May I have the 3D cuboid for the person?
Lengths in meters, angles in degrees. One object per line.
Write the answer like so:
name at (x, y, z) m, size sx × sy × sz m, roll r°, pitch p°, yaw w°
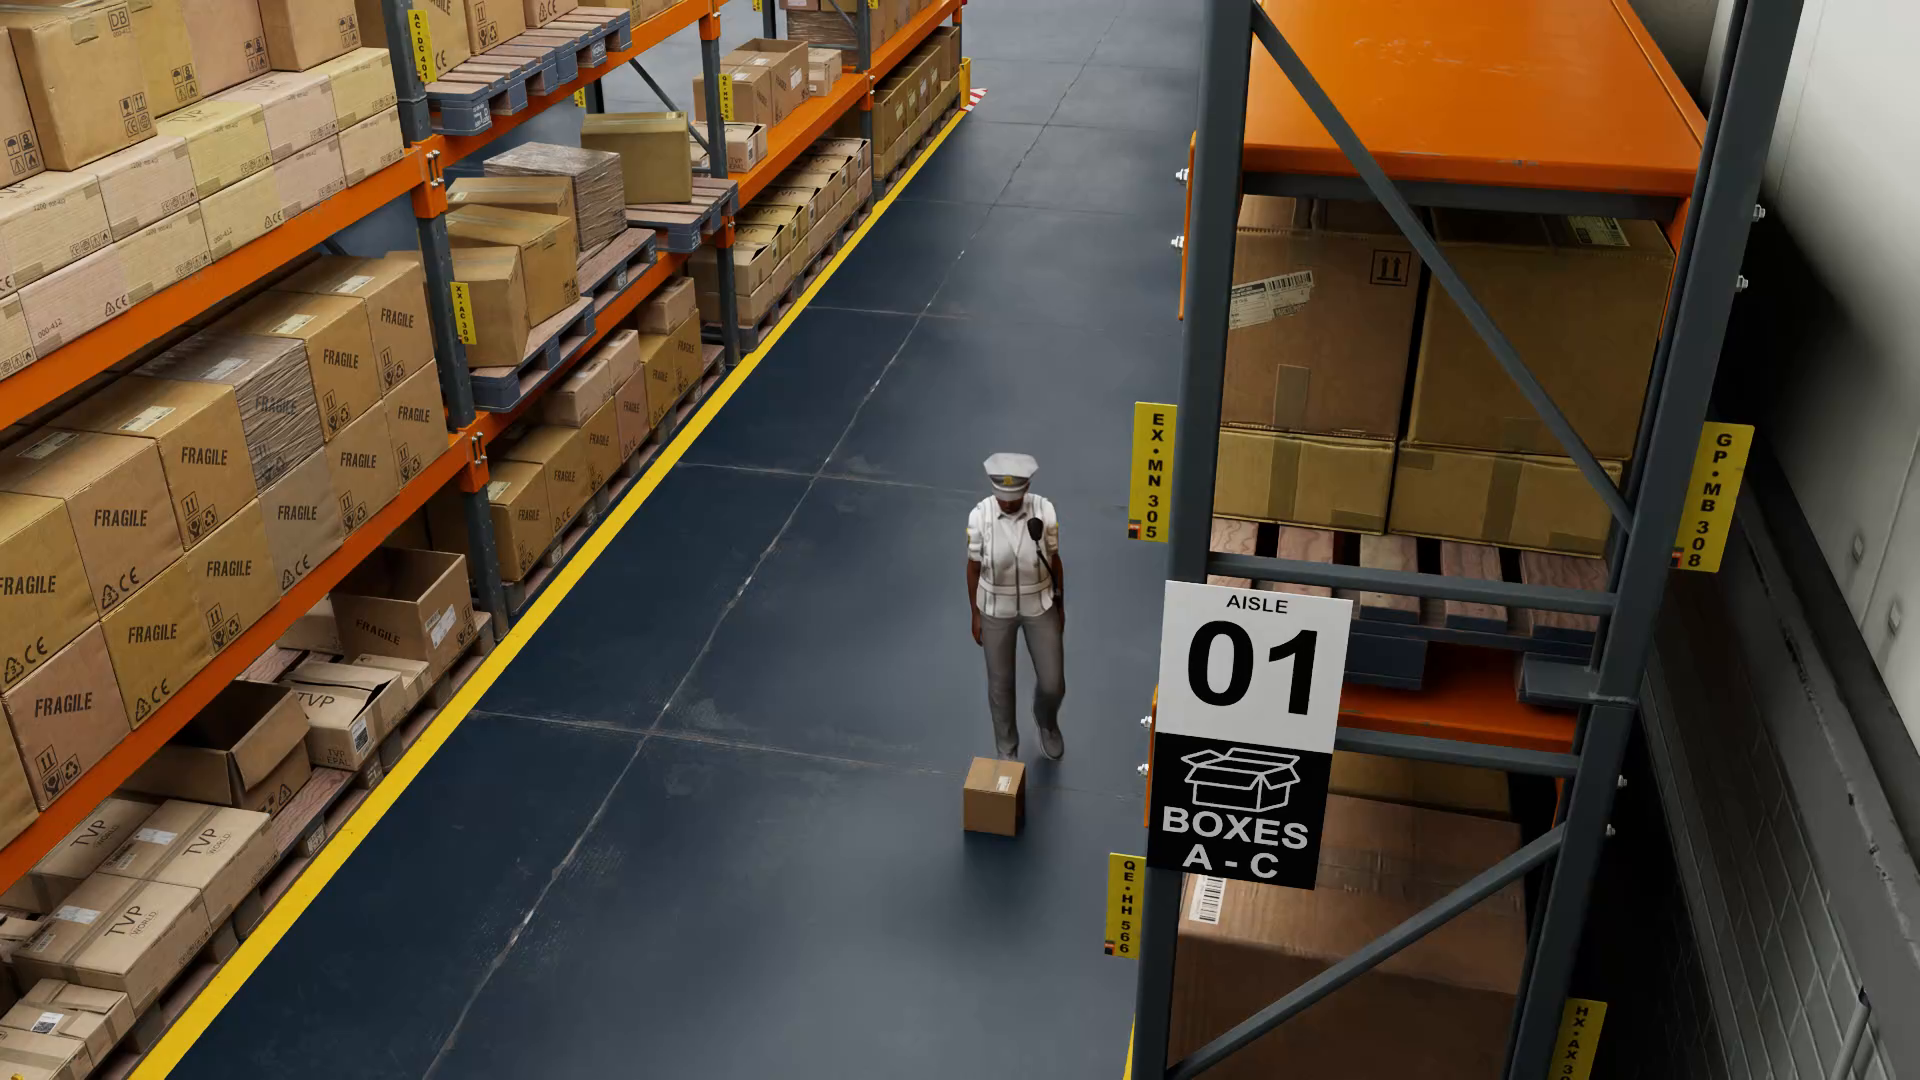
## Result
person at (0.279, 0.383, 7.902) m, size 0.495 × 1.682 × 0.458 m, roll 0°, pitch 29°, yaw -1°
